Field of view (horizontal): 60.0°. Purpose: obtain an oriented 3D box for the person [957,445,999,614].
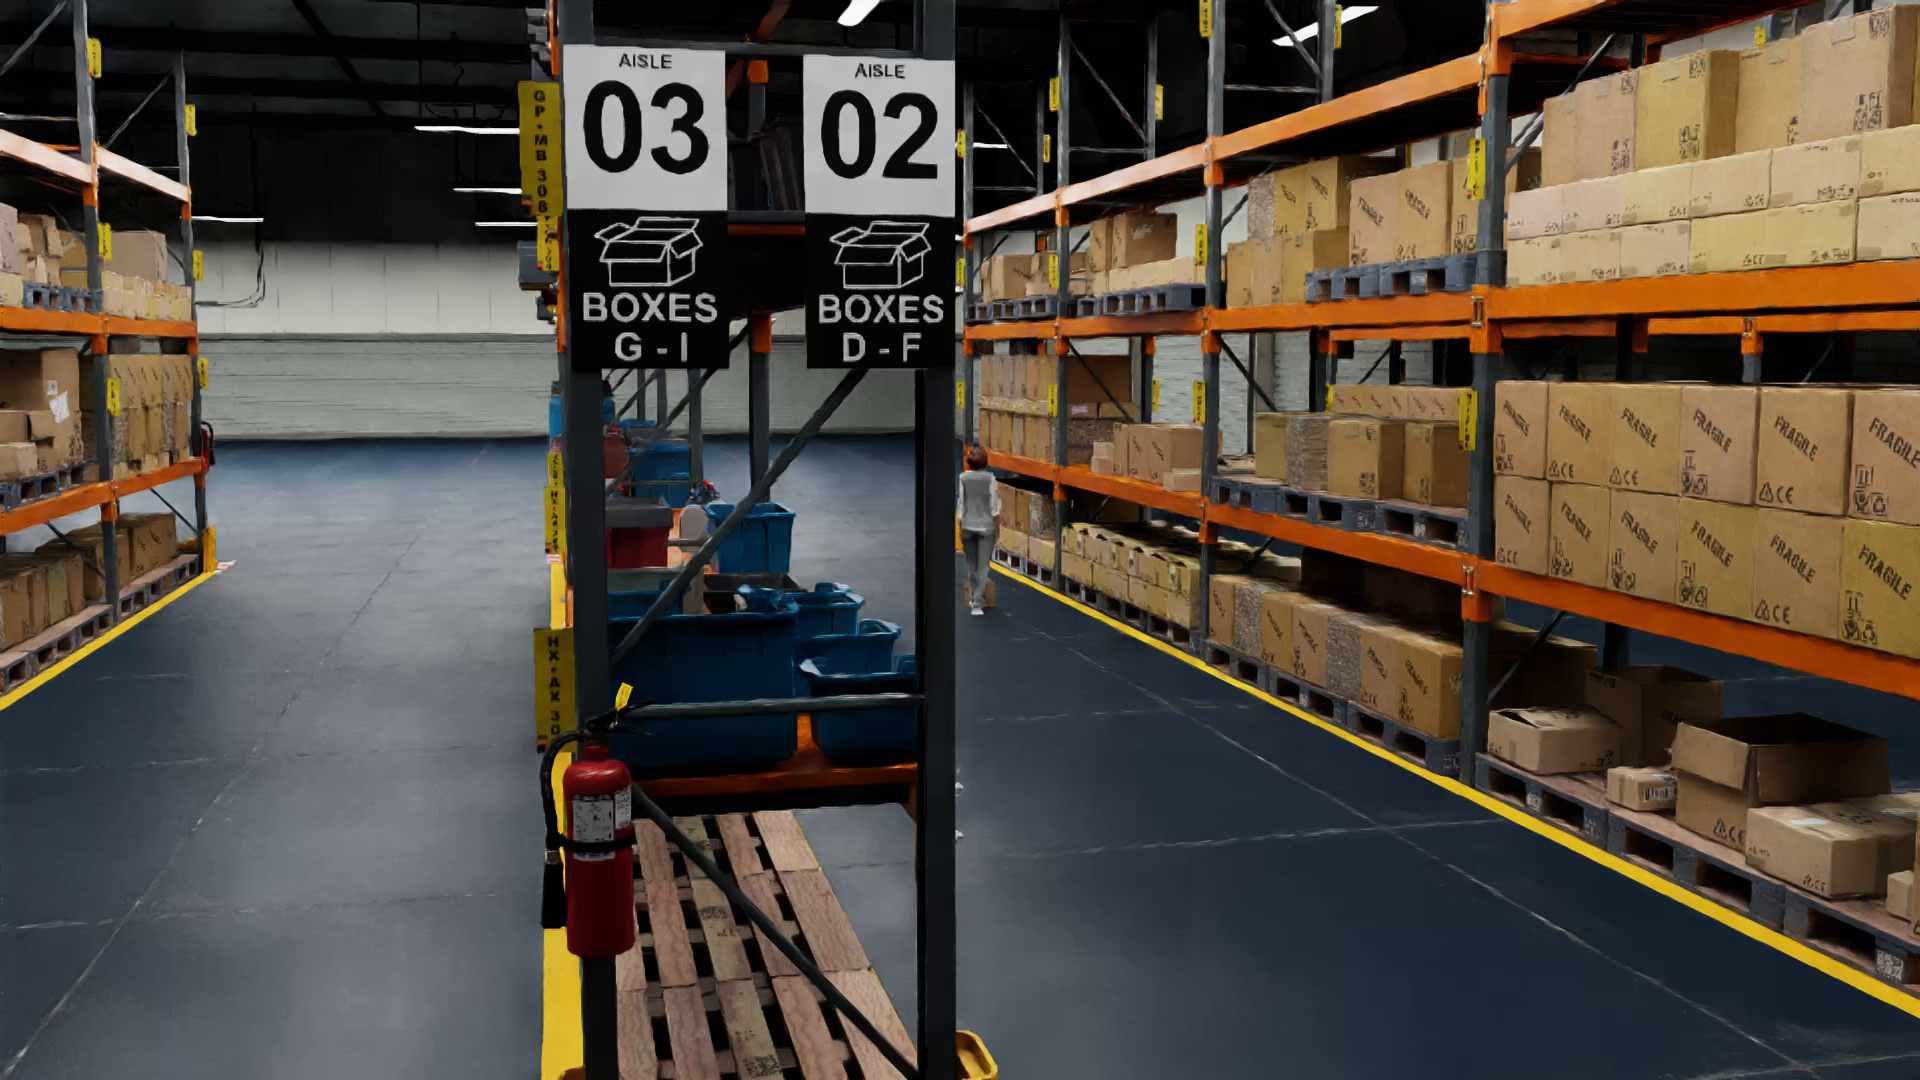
[{"bbox_3d":[0.197,-0.105,15.746,0.402,1.590,0.664,2,7,14],"label":"person"}]
